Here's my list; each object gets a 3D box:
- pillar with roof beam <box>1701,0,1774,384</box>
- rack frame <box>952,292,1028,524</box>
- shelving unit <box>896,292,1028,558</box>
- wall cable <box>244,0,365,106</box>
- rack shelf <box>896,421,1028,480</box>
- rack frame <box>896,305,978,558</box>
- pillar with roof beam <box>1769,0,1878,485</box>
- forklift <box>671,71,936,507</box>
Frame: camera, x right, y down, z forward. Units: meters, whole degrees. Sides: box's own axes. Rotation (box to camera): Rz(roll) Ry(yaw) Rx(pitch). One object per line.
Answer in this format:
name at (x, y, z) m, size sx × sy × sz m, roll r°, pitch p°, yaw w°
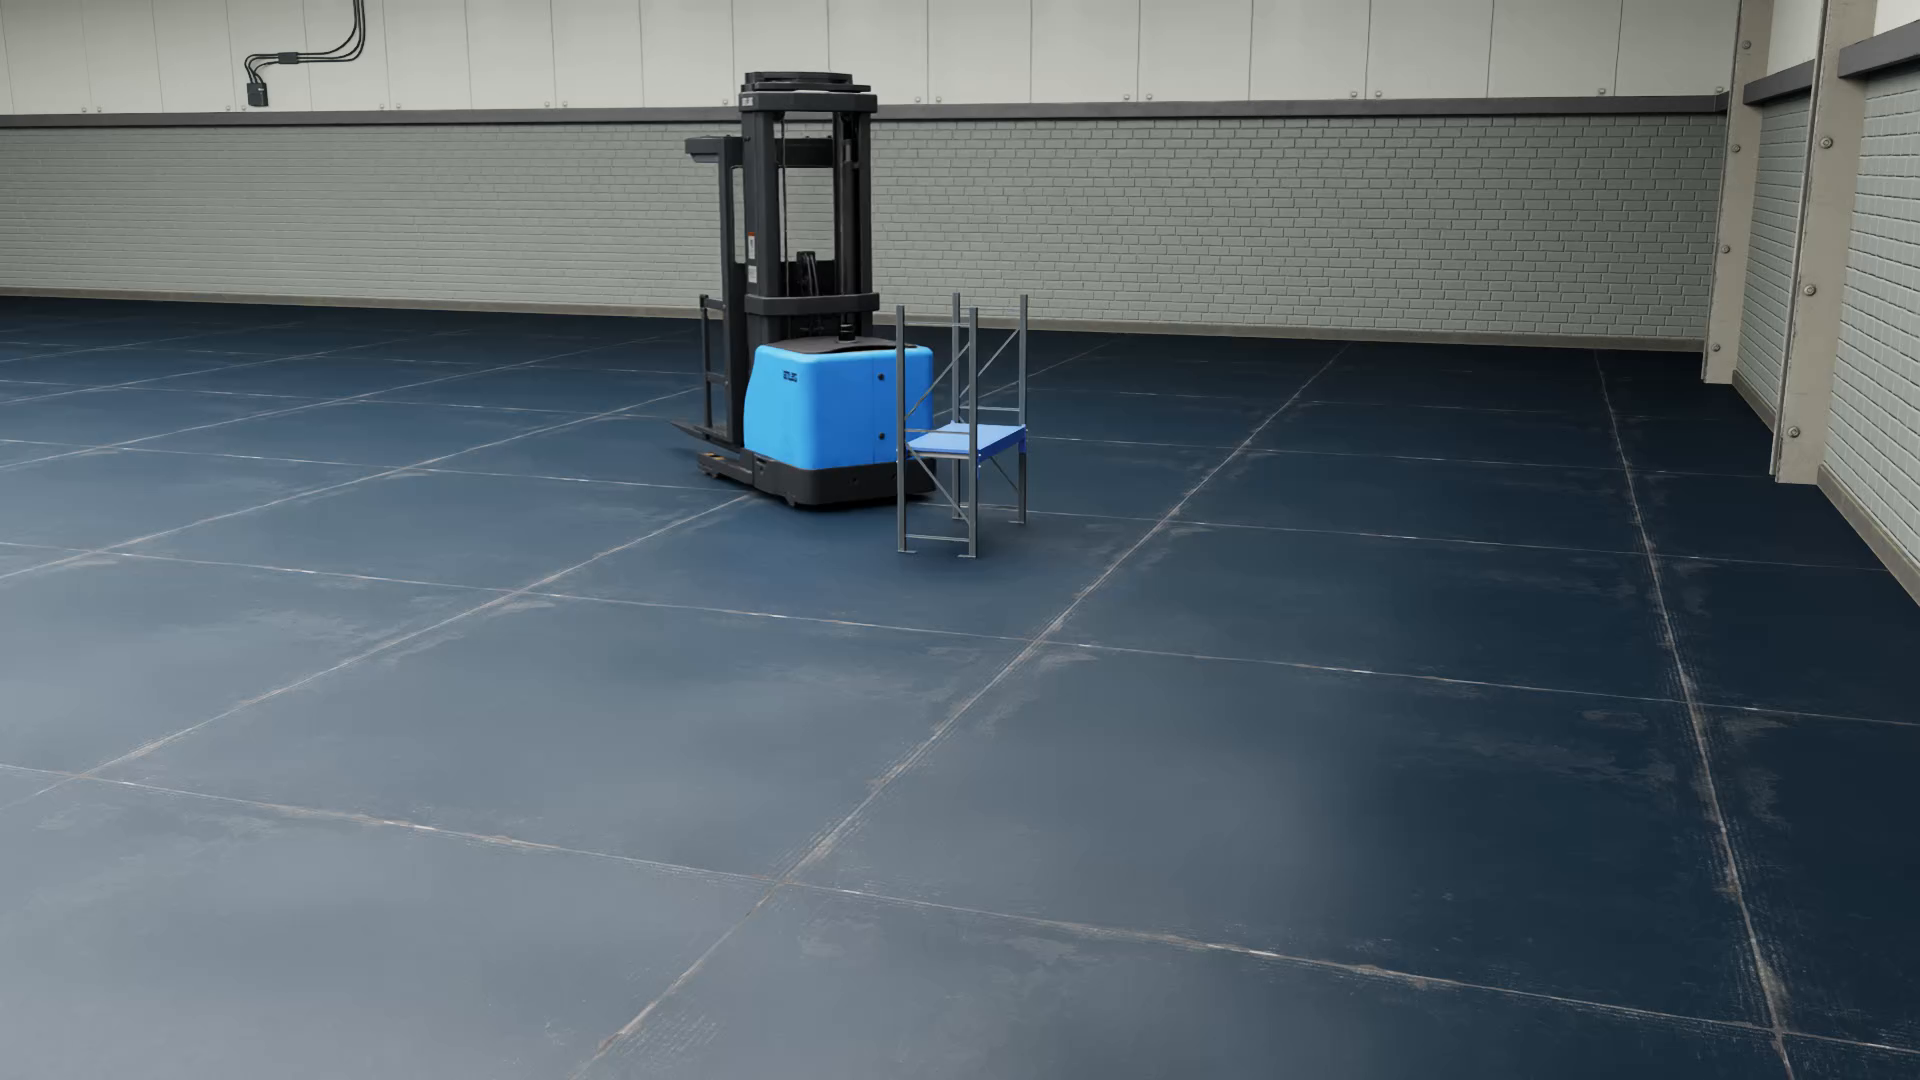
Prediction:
pillar with roof beam at (4.148, -6.420, 18.393) m, size 9.100 × 9.000 × 0.400 m, roll 4°, pitch 14°, yaw 18°
rack frame at (0.192, -0.856, 10.869) m, size 0.500 × 1.500 × 0.032 m, roll 4°, pitch 14°, yaw 18°
shelving unit at (0.028, -0.749, 10.400) m, size 0.538 × 1.500 × 1.048 m, roll 4°, pitch 14°, yaw 18°
wall cable at (-10.402, -9.874, 25.884) m, size 2.305 × 6.003 × 0.169 m, roll 4°, pitch 14°, yaw 18°
rack shelf at (0.028, -0.574, 10.440) m, size 0.538 × 0.185 × 1.000 m, roll 4°, pitch 14°, yaw 18°
rack frame at (-0.137, -0.642, 9.931) m, size 0.500 × 1.500 × 0.032 m, roll 4°, pitch 14°, yaw 18°
pillar with roof beam at (2.206, -5.157, 12.858) m, size 9.100 × 9.000 × 0.400 m, roll 4°, pitch 14°, yaw 18°
forklift at (-1.345, -1.936, 12.384) m, size 1.130 × 2.935 × 3.031 m, roll -7°, pitch 15°, yaw -29°
